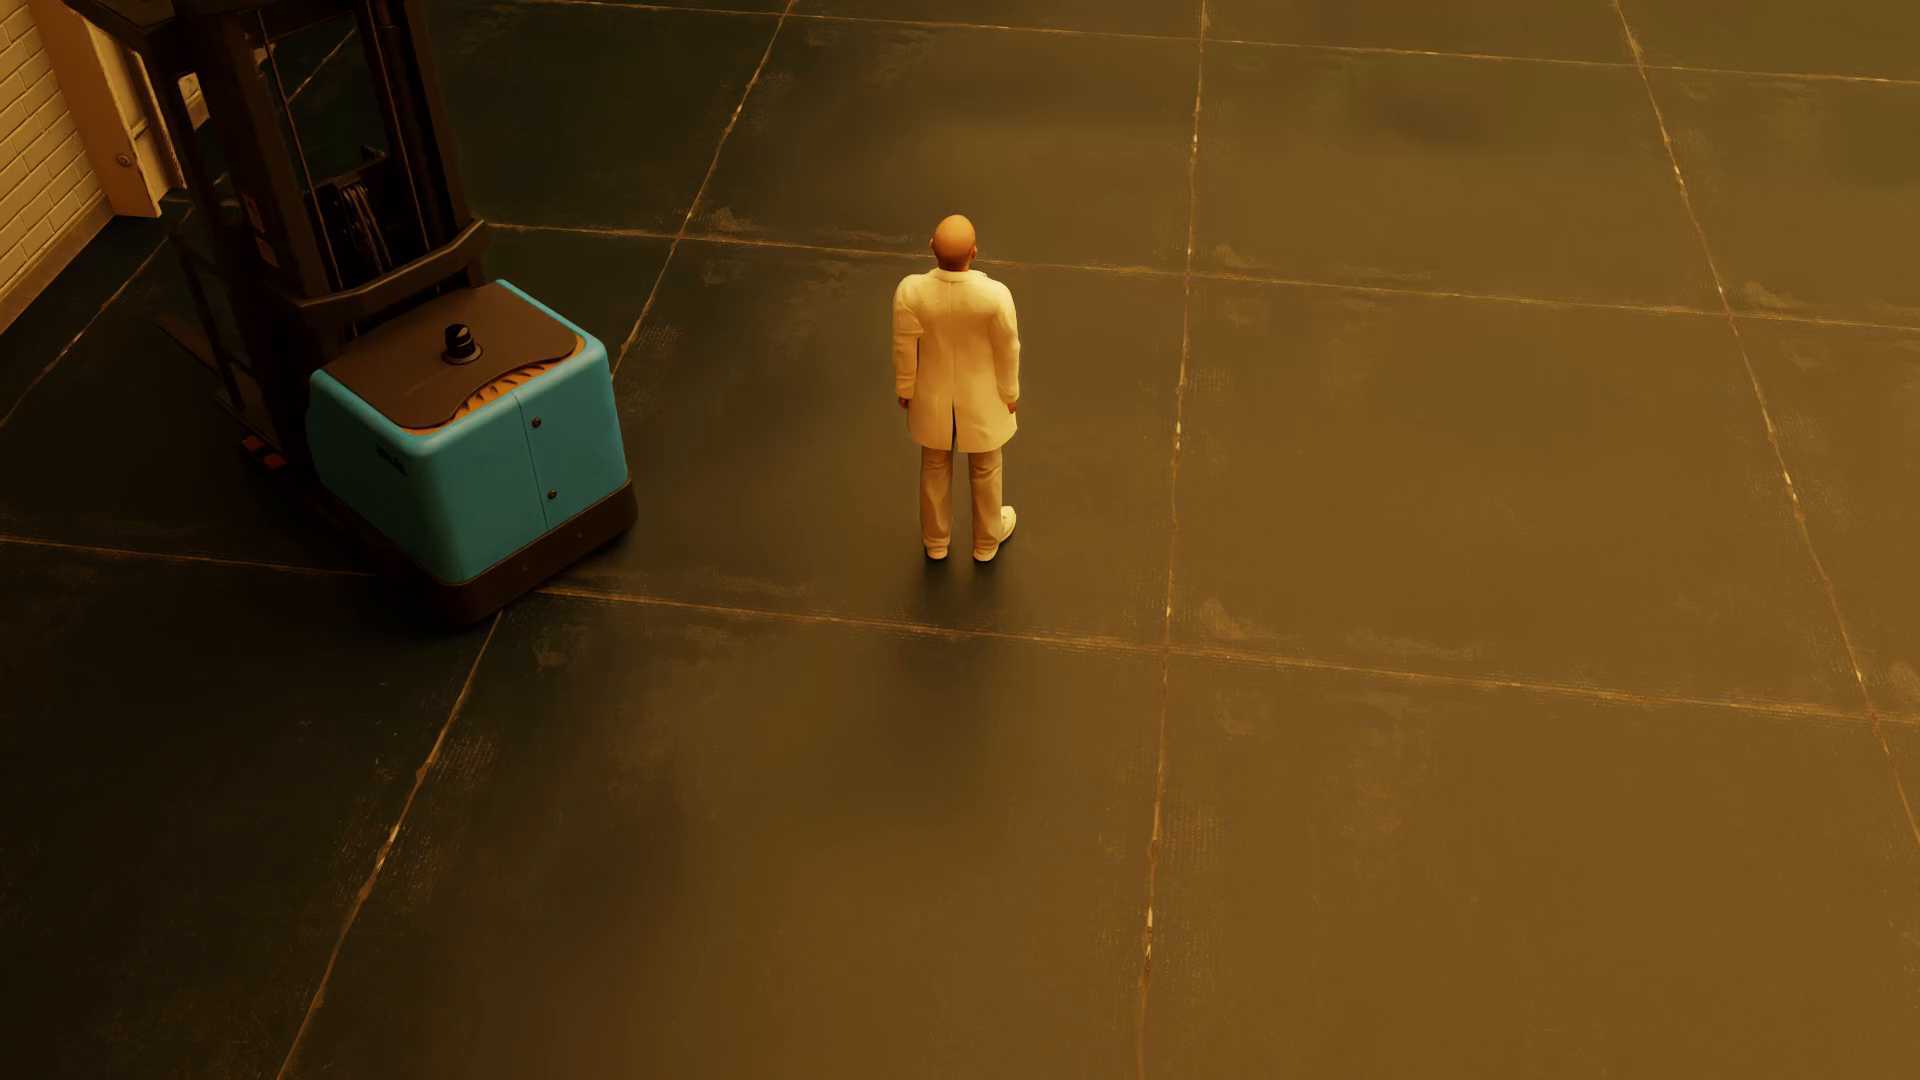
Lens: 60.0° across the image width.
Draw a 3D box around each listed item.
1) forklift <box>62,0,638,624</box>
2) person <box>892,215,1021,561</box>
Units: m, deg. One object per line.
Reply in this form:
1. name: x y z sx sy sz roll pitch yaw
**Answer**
1. forklift: -2.956 -1.576 7.439 3.031 2.935 1.130 32 51 30
2. person: -0.008 -0.670 7.304 0.551 1.782 0.389 5 43 6
